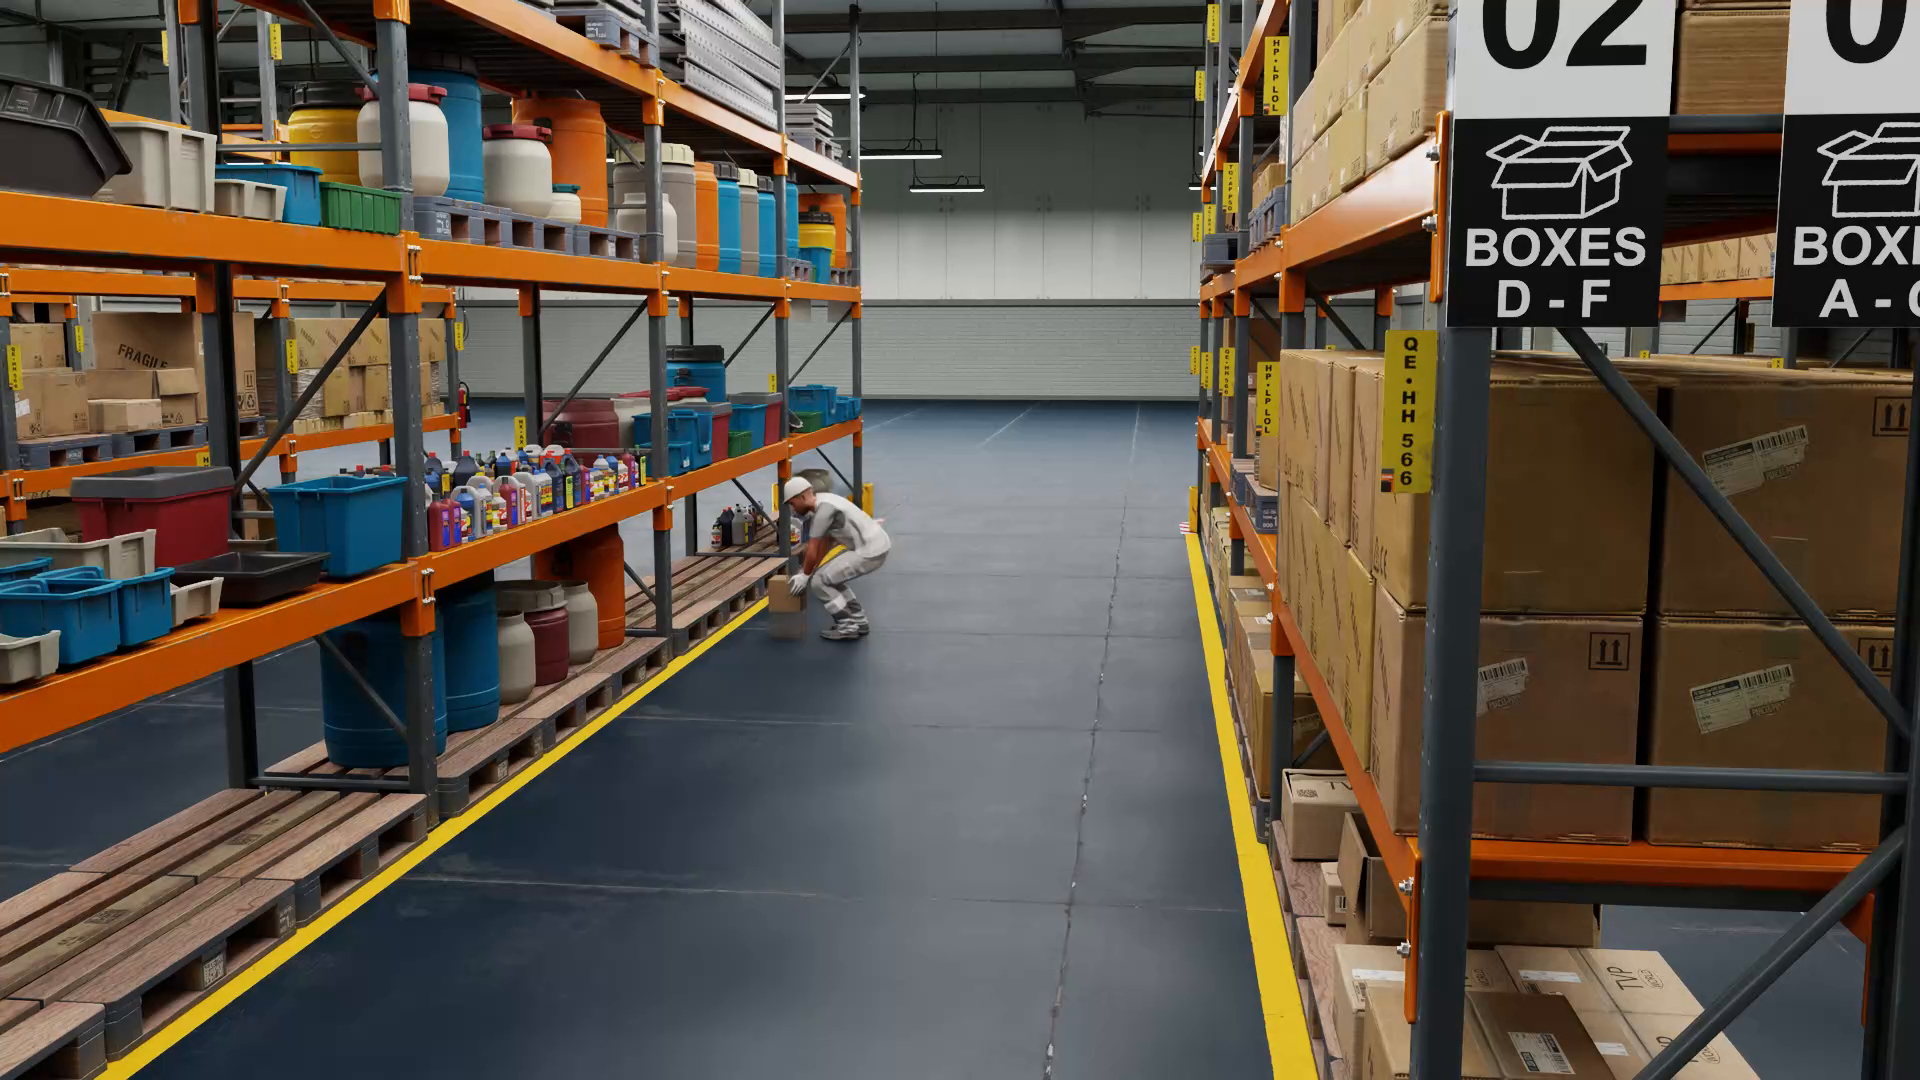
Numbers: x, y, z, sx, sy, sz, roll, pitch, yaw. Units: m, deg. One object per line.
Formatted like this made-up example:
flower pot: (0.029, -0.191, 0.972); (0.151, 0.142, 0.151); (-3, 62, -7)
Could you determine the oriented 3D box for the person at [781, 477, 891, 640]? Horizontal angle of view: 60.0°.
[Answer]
person: (-0.953, 0.137, 12.774); (0.833, 1.239, 0.585); (1, 8, 6)
